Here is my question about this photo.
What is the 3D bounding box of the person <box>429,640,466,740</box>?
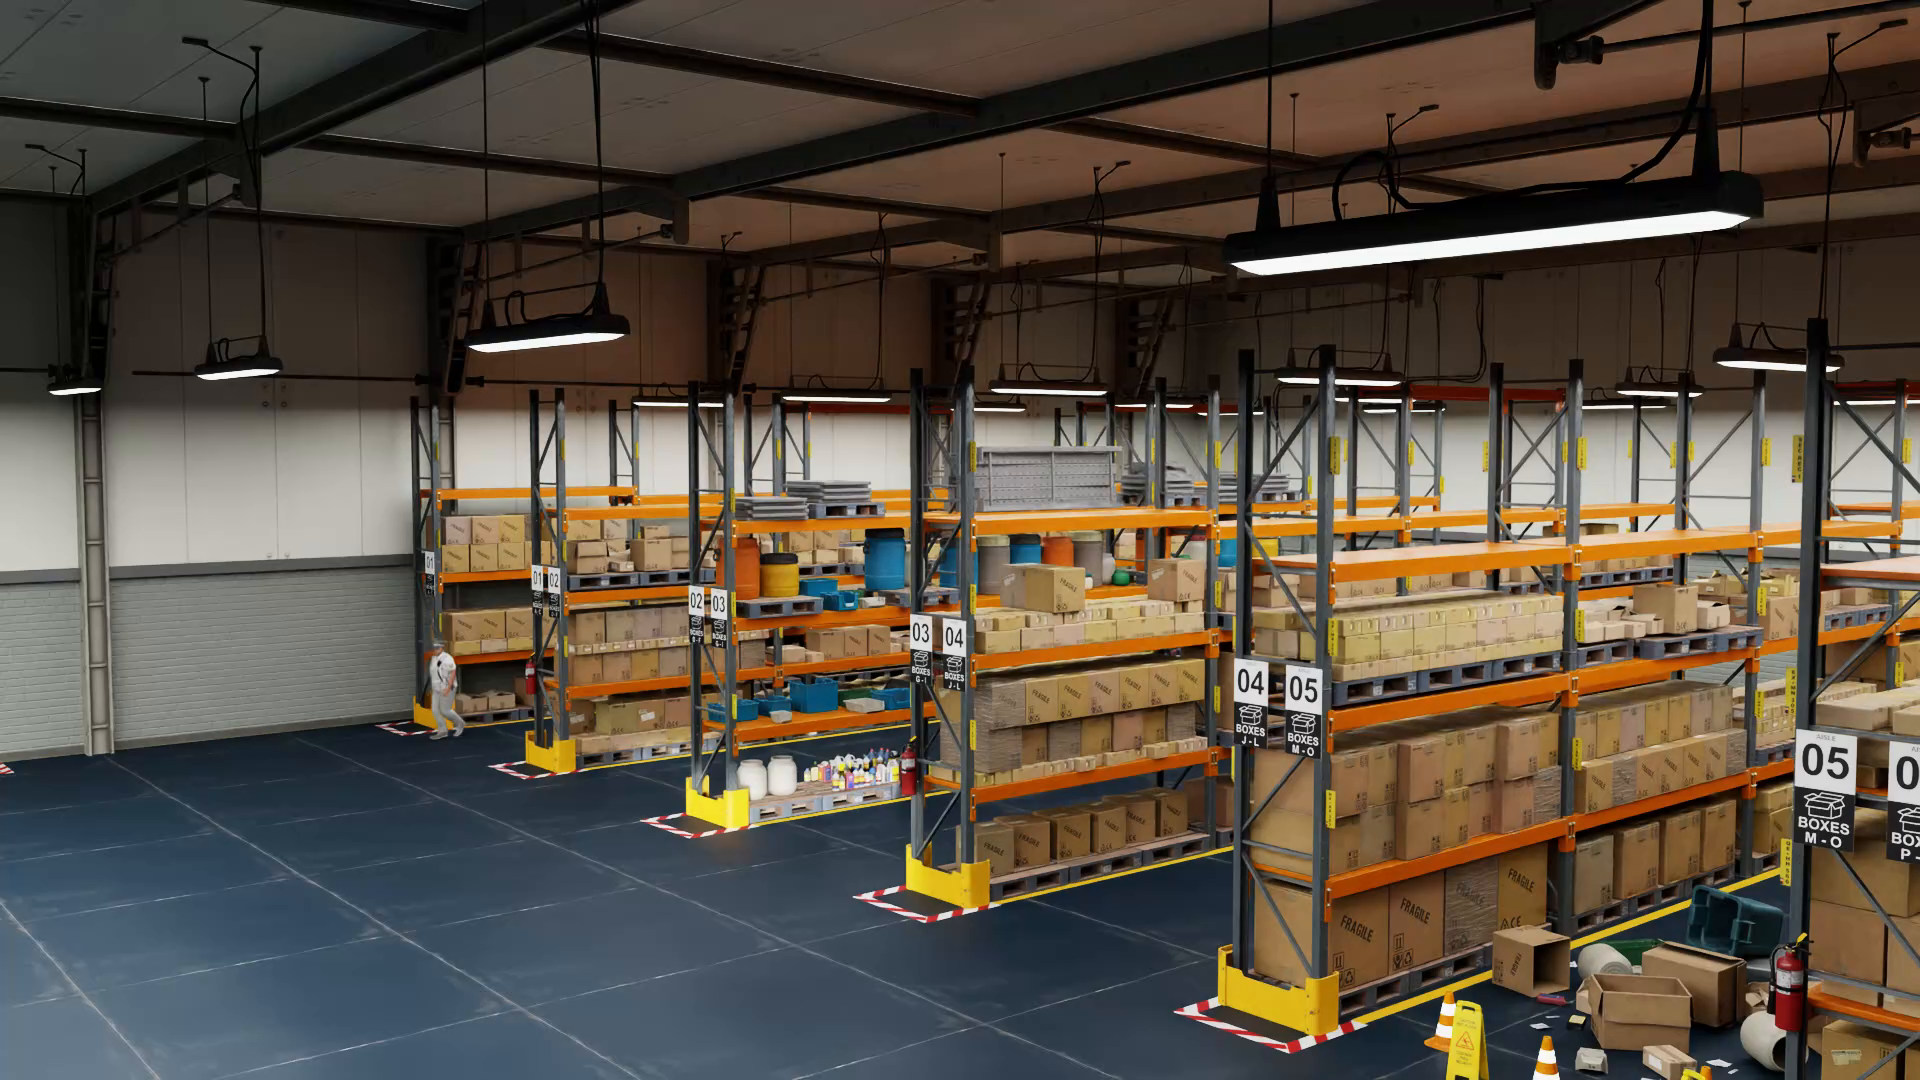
[{"bbox_3d":[-8.948,2.590,28.987,0.607,1.755,0.563,3,4,40],"label":"person"}]
